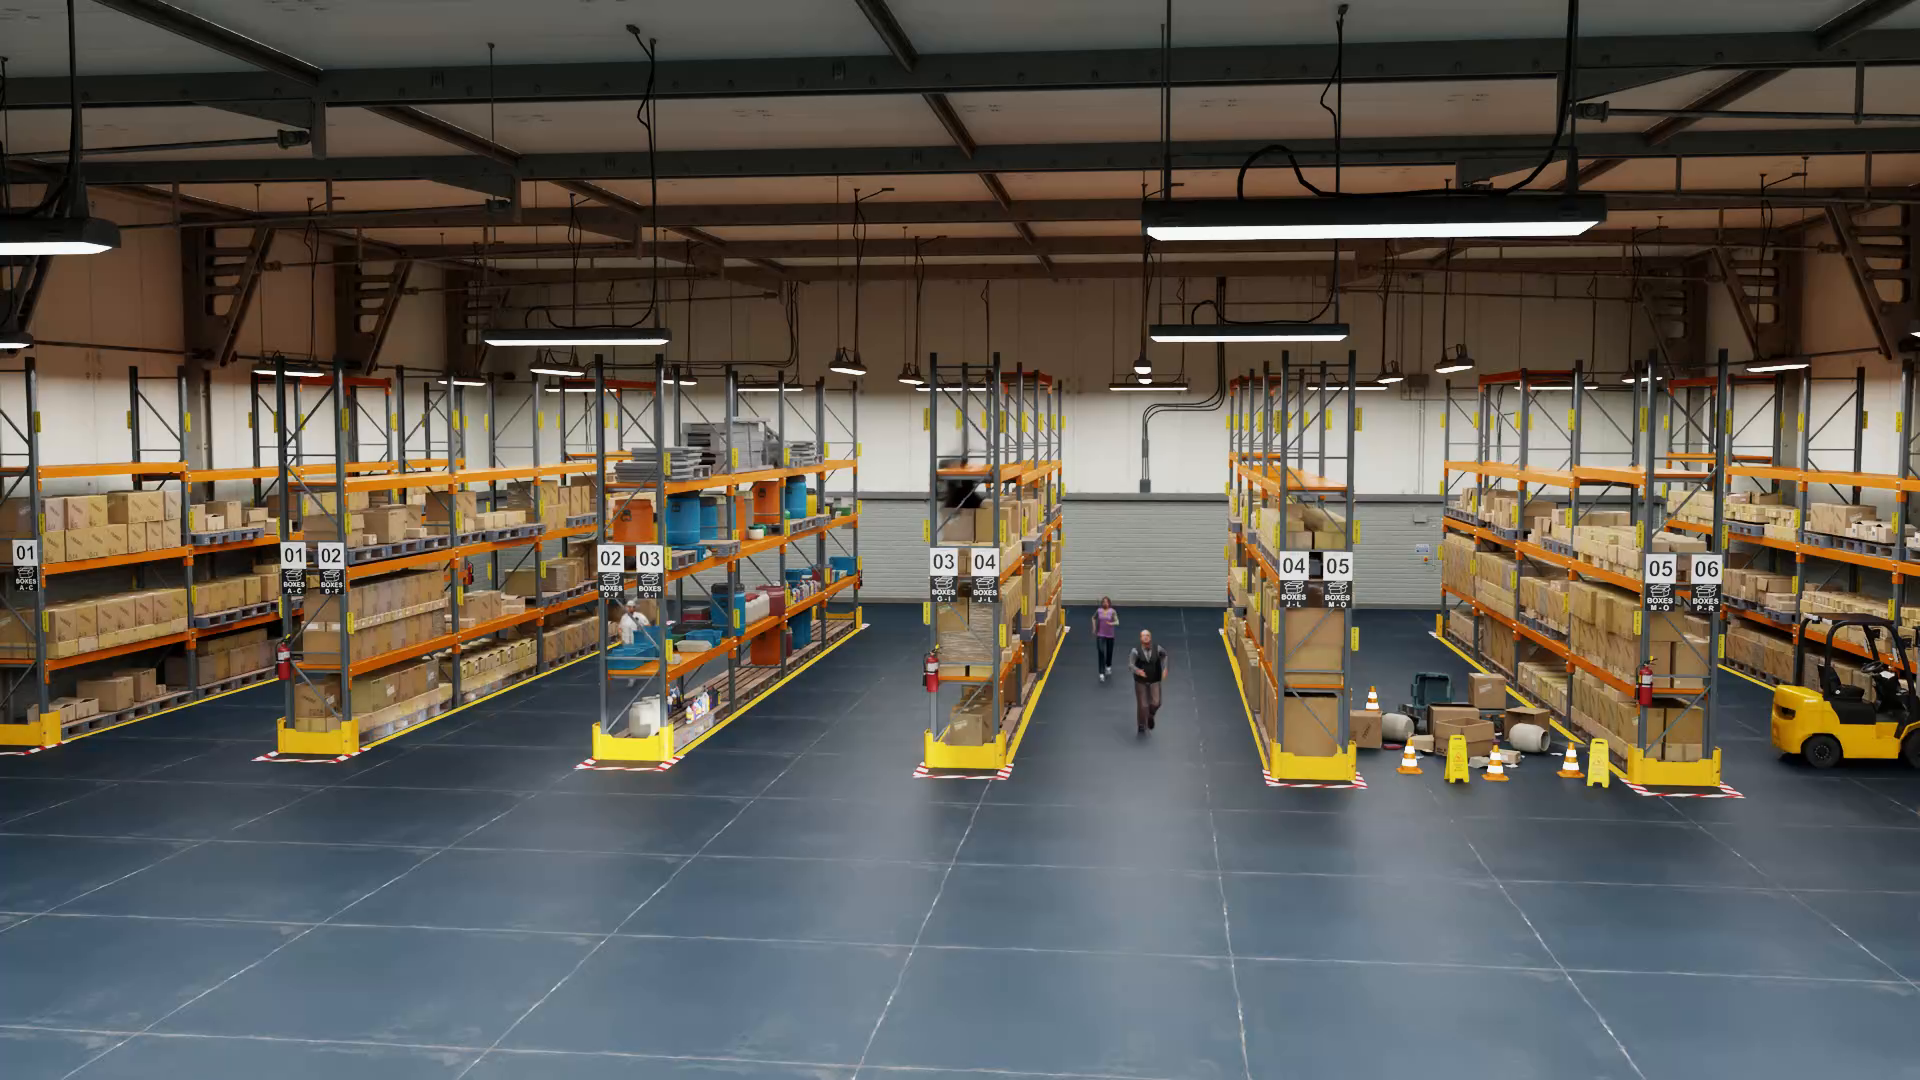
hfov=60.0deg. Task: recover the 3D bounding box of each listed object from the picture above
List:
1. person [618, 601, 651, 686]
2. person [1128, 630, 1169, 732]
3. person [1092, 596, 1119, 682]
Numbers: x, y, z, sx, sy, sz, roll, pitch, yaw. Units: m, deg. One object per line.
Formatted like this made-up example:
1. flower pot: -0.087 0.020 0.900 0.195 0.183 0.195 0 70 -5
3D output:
1. person: -6.215 1.966 31.555 0.612 1.629 0.509 0 4 6
2. person: 3.015 2.273 26.568 0.683 1.674 0.755 0 4 2
3. person: 2.827 1.895 32.358 0.524 1.612 0.841 0 4 5
